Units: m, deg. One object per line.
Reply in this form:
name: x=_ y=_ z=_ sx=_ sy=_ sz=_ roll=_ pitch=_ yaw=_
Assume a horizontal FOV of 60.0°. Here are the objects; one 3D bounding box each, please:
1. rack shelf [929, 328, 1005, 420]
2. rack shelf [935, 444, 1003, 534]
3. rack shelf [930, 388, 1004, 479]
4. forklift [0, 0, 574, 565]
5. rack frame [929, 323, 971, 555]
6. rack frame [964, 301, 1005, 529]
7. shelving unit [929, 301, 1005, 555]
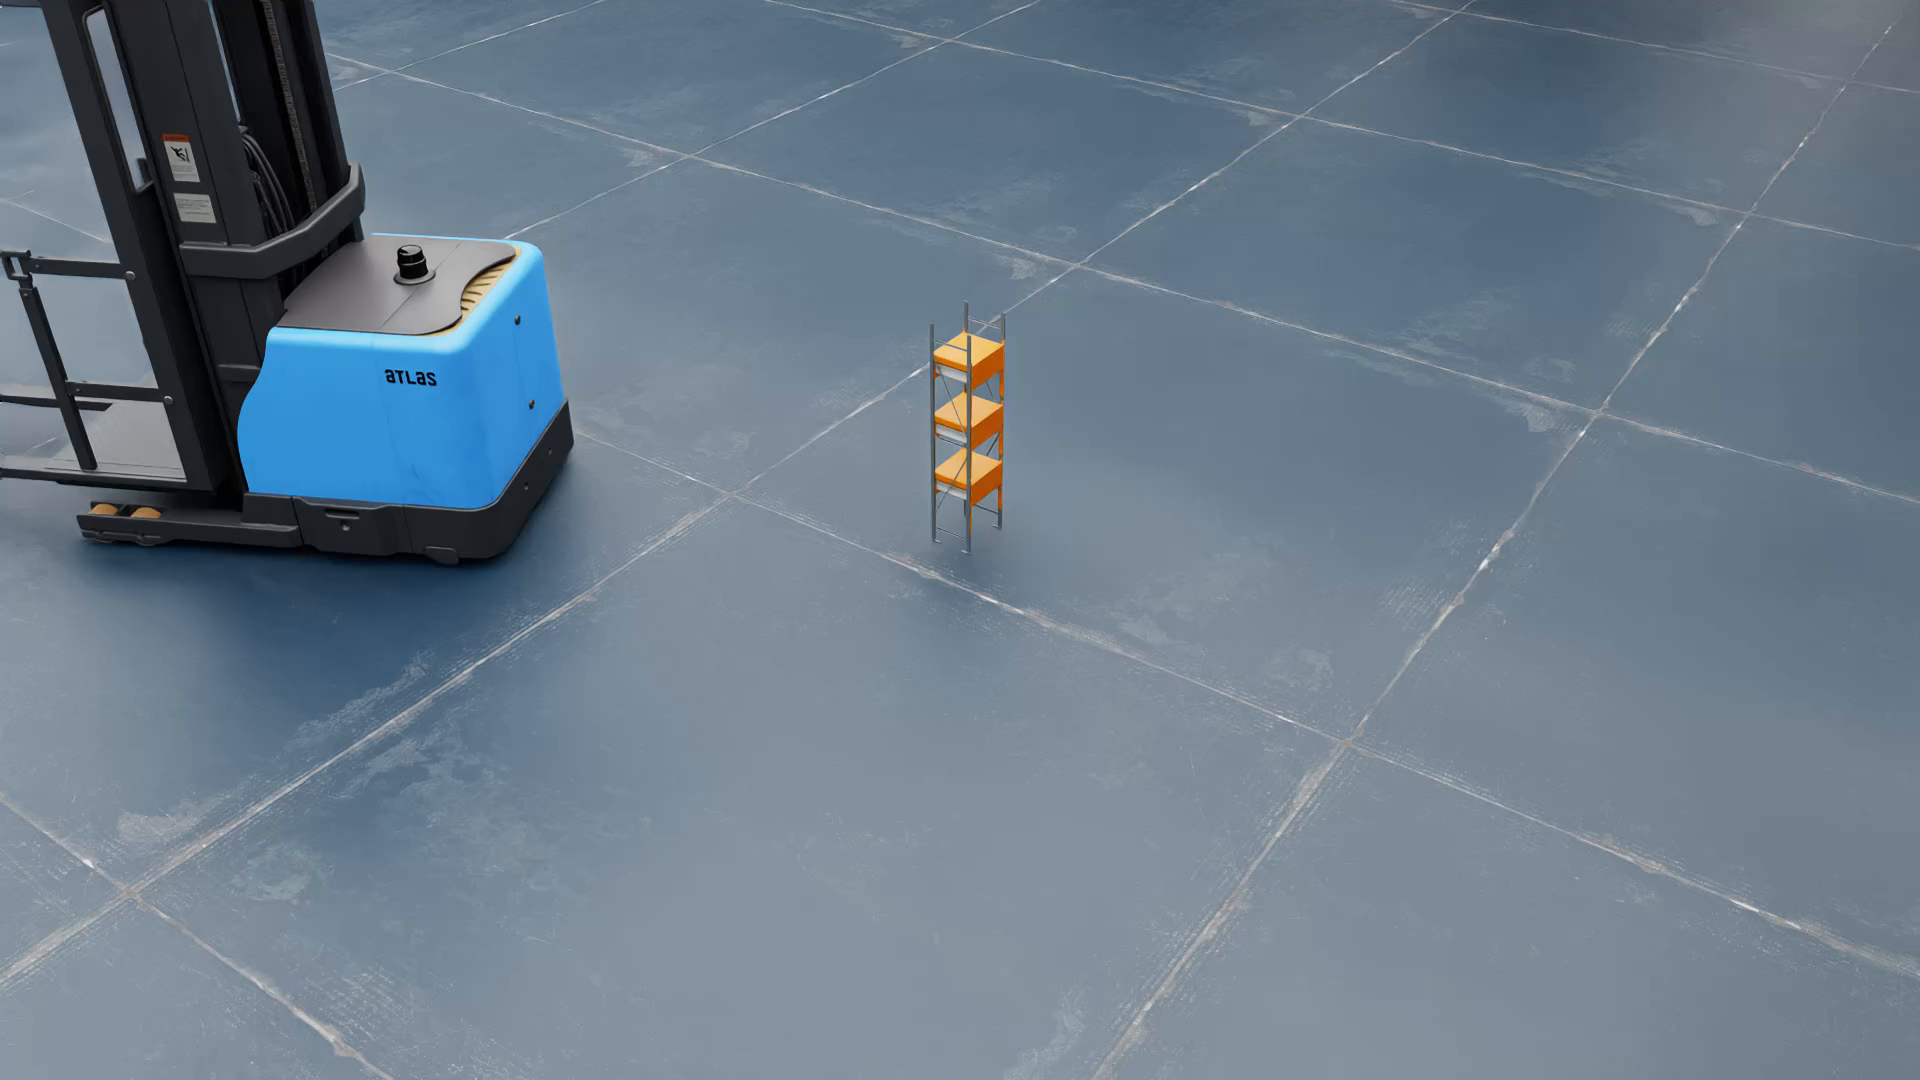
rack shelf: x=0.031 y=-0.686 z=6.839 sx=0.215 sy=0.259 sz=0.240 roll=21 pitch=39 yaw=28
rack shelf: x=0.031 y=-0.221 z=7.154 sx=0.215 sy=0.259 sz=0.240 roll=21 pitch=39 yaw=28
rack shelf: x=0.031 y=-0.451 z=6.998 sx=0.215 sy=0.259 sz=0.240 roll=21 pitch=39 yaw=28
forklift: x=-3.365 y=-1.475 z=6.815 sx=3.031 sy=2.935 sz=1.130 roll=4 pitch=34 yaw=7
rack frame: x=-0.039 y=-0.403 z=6.909 sx=0.200 sy=1.050 sz=0.008 roll=21 pitch=39 yaw=28
rack frame: x=0.100 y=-0.516 z=7.075 sx=0.200 sy=1.050 sz=0.008 roll=21 pitch=39 yaw=28
shelving unit: x=0.031 y=-0.460 z=6.992 sx=0.215 sy=1.050 sz=0.252 roll=21 pitch=39 yaw=28
